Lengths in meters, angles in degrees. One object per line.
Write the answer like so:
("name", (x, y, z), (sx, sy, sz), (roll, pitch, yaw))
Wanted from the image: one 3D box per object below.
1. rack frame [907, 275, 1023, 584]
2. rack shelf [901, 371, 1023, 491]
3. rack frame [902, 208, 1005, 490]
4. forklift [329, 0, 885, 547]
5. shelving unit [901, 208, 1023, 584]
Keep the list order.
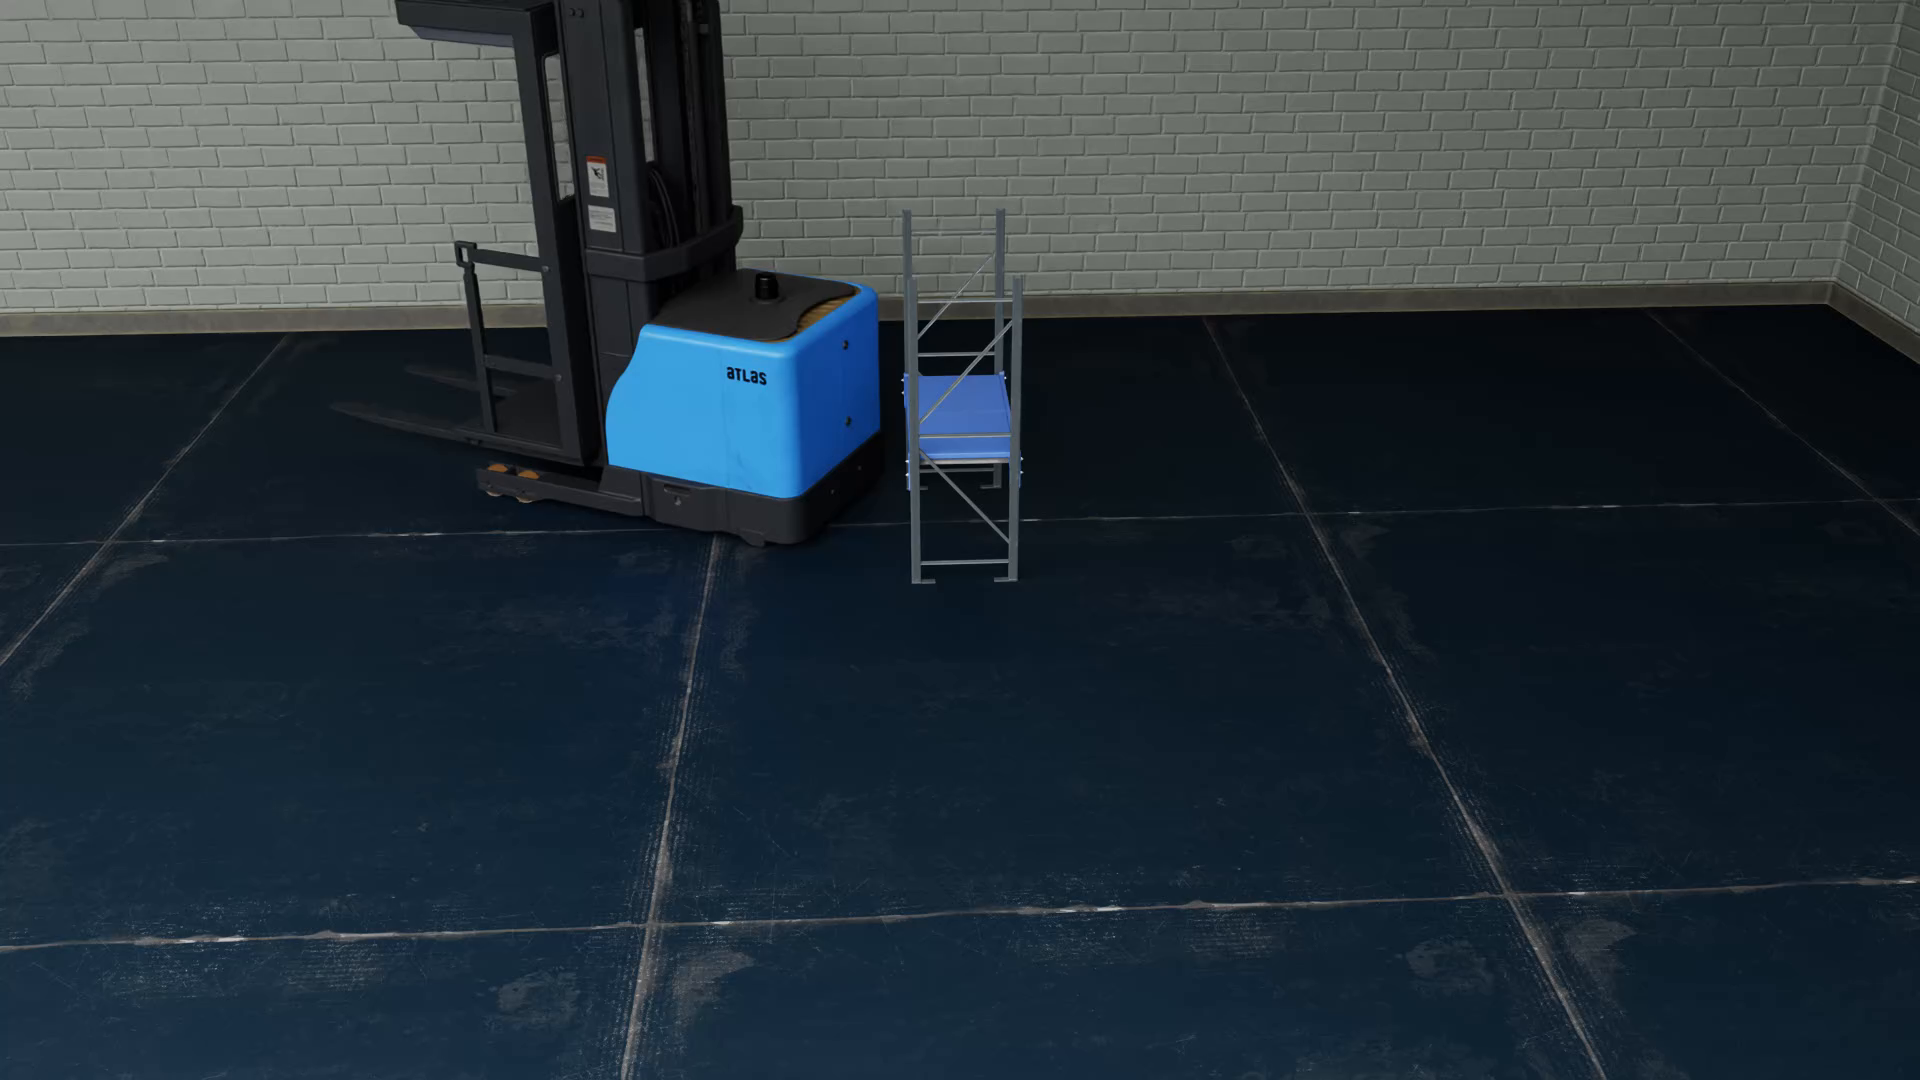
("rack frame", (0.022, -0.470, 7.529), (0.500, 1.500, 0.032), (-1, 28, -3))
("rack shelf", (-0.004, -0.545, 8.062), (0.538, 0.185, 1.000), (-1, 28, -3))
("rack frame", (-0.031, -0.939, 8.429), (0.500, 1.500, 0.032), (-1, 28, -3))
("forklift", (-1.964, -1.701, 8.341), (3.031, 2.935, 1.130), (11, 30, 21))
("shelving unit", (-0.004, -0.704, 7.979), (0.538, 1.500, 1.048), (-1, 28, -3))
